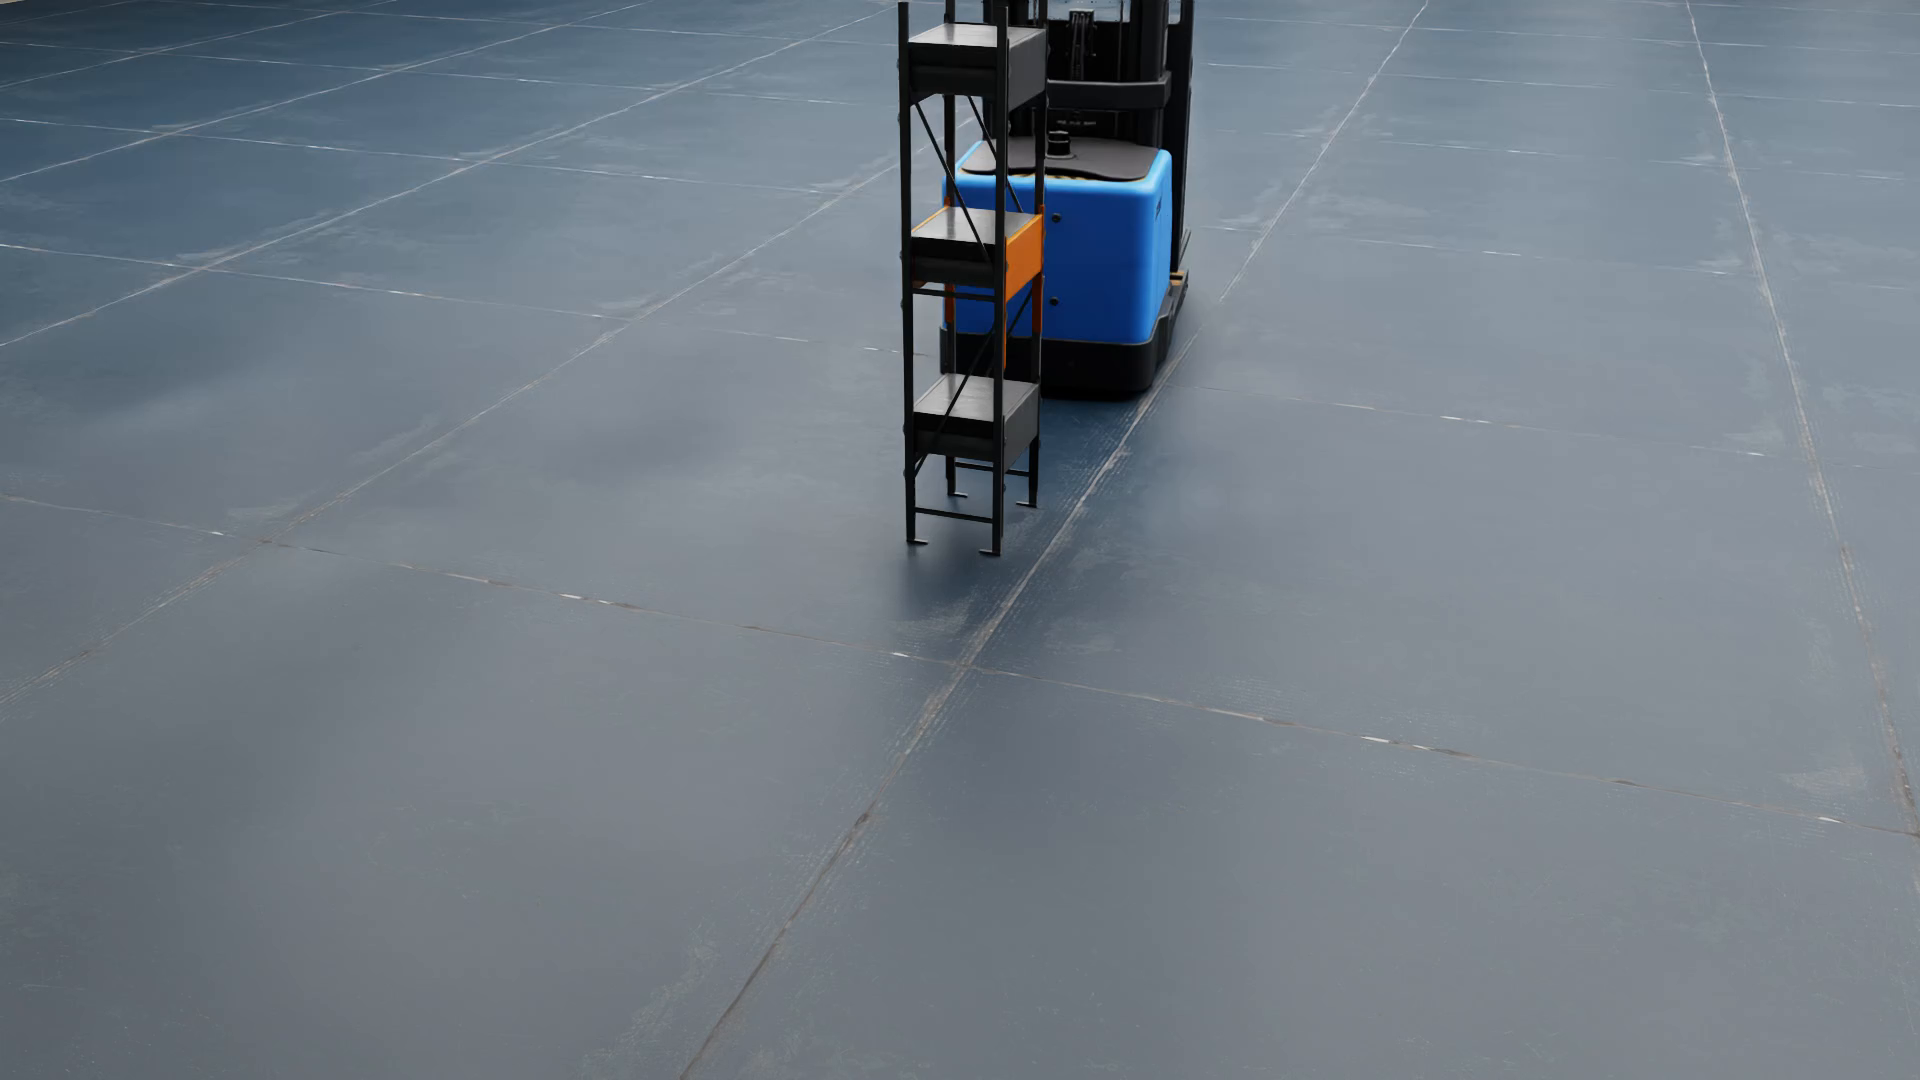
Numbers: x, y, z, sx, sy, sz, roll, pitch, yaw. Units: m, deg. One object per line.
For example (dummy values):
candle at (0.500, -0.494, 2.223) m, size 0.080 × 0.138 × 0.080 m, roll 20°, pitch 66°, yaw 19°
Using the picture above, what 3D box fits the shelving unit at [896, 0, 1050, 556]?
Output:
shelving unit at (0.055, -1.013, 6.433) m, size 0.431 × 2.100 × 0.503 m, roll 9°, pitch 27°, yaw 17°

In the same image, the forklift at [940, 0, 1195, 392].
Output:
forklift at (0.713, -2.659, 8.878) m, size 1.130 × 2.935 × 3.031 m, roll 5°, pitch 26°, yaw 11°

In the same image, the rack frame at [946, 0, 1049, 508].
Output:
rack frame at (0.136, -1.113, 6.640) m, size 0.400 × 2.100 × 0.015 m, roll 9°, pitch 27°, yaw 17°

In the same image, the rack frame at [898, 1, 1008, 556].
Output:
rack frame at (-0.026, -0.913, 6.226) m, size 0.400 × 2.100 × 0.015 m, roll 9°, pitch 27°, yaw 17°

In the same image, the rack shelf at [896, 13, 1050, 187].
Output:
rack shelf at (0.055, -1.631, 6.134) m, size 0.431 × 0.518 × 0.480 m, roll 9°, pitch 27°, yaw 17°

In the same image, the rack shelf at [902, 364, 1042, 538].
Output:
rack shelf at (0.055, -0.371, 6.744) m, size 0.431 × 0.518 × 0.480 m, roll 9°, pitch 27°, yaw 17°

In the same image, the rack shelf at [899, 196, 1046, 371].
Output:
rack shelf at (0.055, -1.001, 6.439) m, size 0.431 × 0.518 × 0.480 m, roll 9°, pitch 27°, yaw 17°
